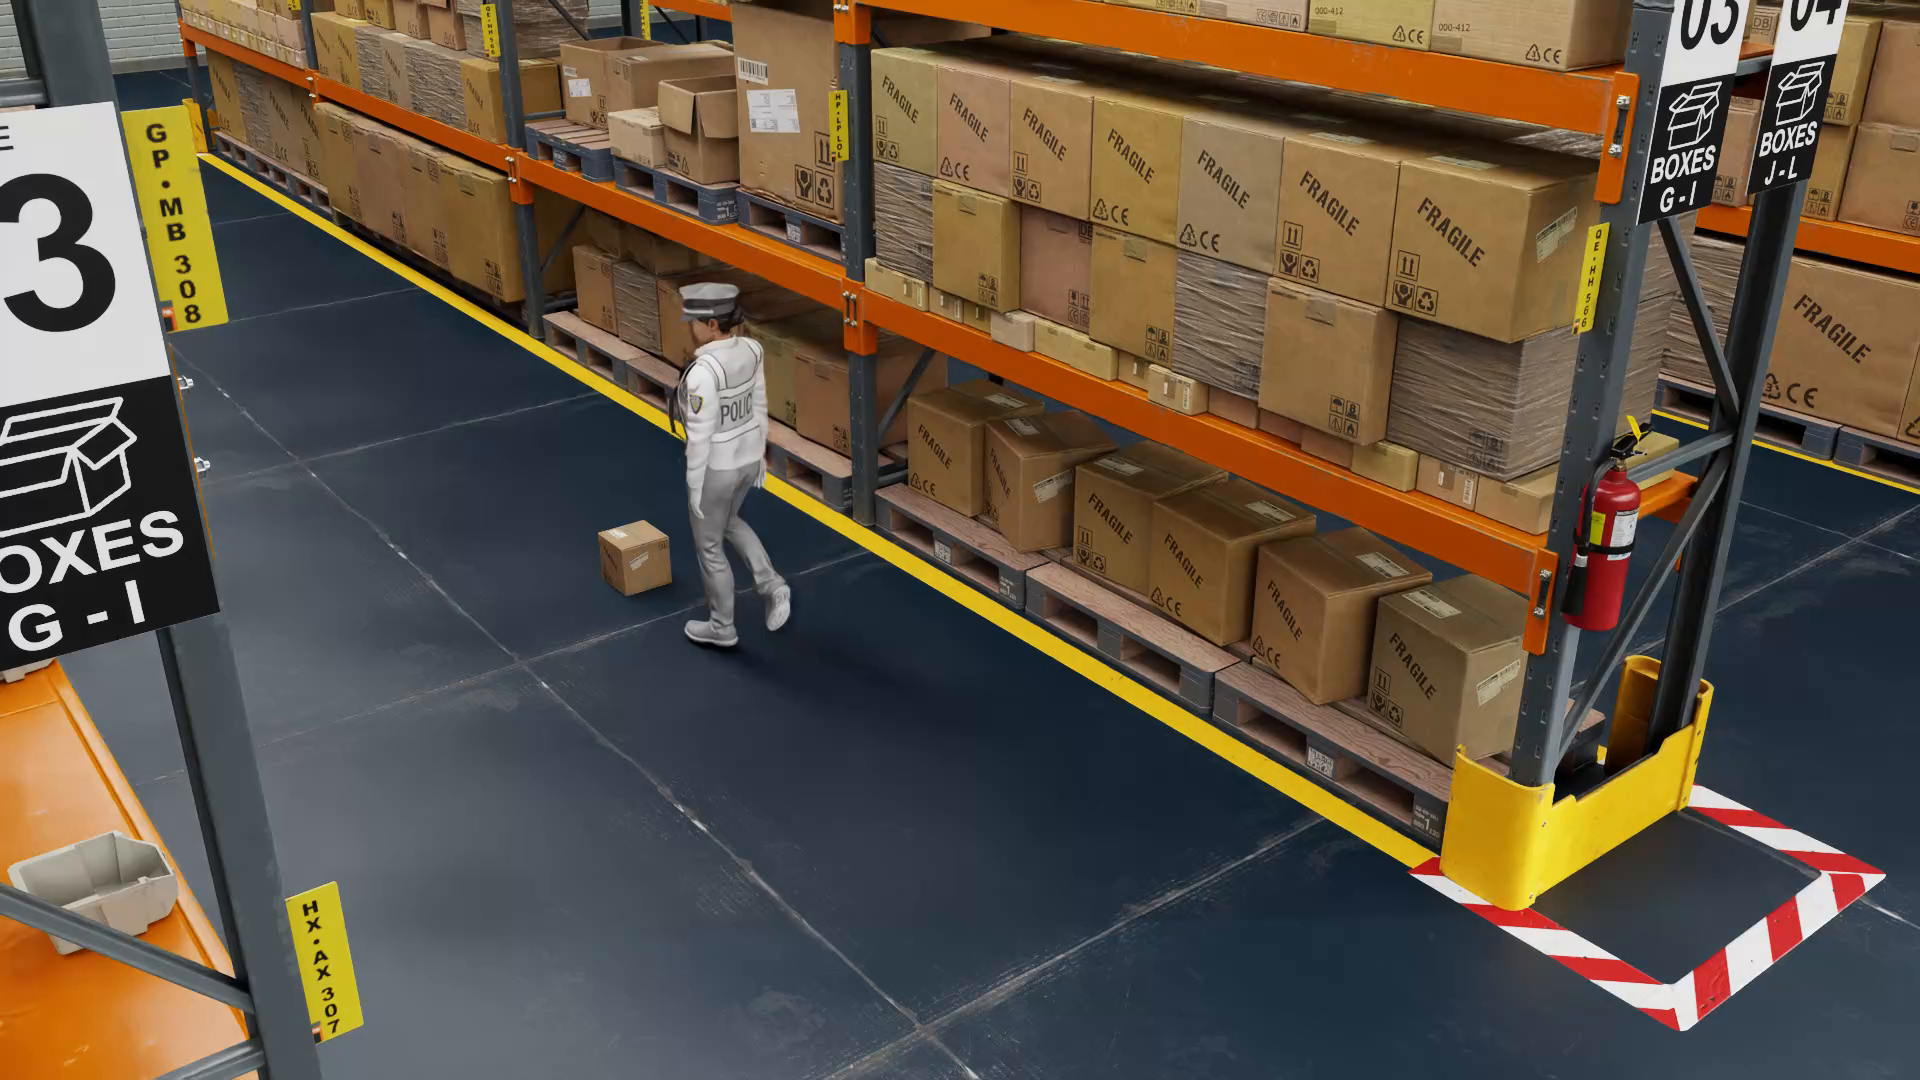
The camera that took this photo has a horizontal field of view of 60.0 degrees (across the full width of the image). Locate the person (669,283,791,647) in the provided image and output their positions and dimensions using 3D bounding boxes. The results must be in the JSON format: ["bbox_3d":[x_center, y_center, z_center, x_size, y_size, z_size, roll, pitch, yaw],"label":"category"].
[{"bbox_3d":[-1.020,-0.300,7.197,0.488,1.665,0.498,13,28,26],"label":"person"}]
